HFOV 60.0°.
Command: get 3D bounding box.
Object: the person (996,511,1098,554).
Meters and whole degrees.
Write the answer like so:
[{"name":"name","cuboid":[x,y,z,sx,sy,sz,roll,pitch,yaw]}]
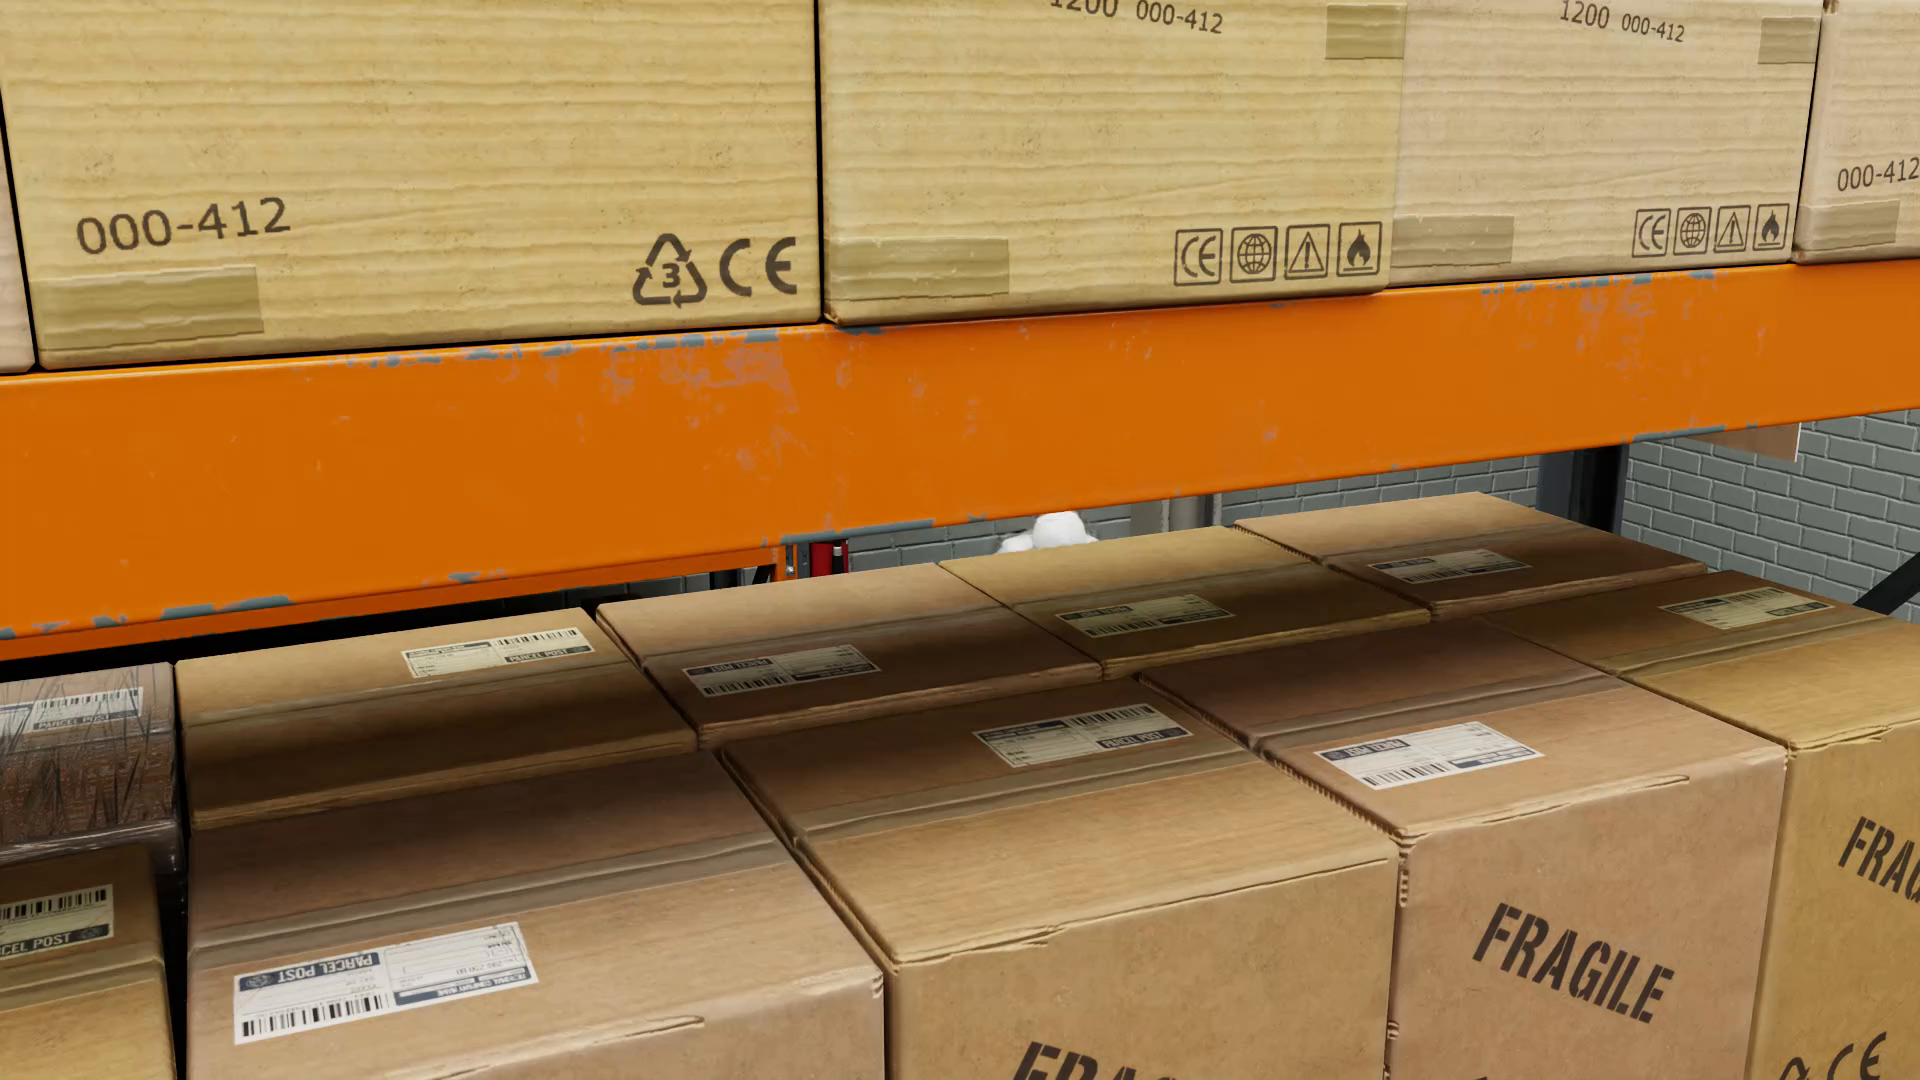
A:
[{"name":"person","cuboid":[0.371,0.460,7.067,0.589,1.360,0.799,-1,15,-5]}]
